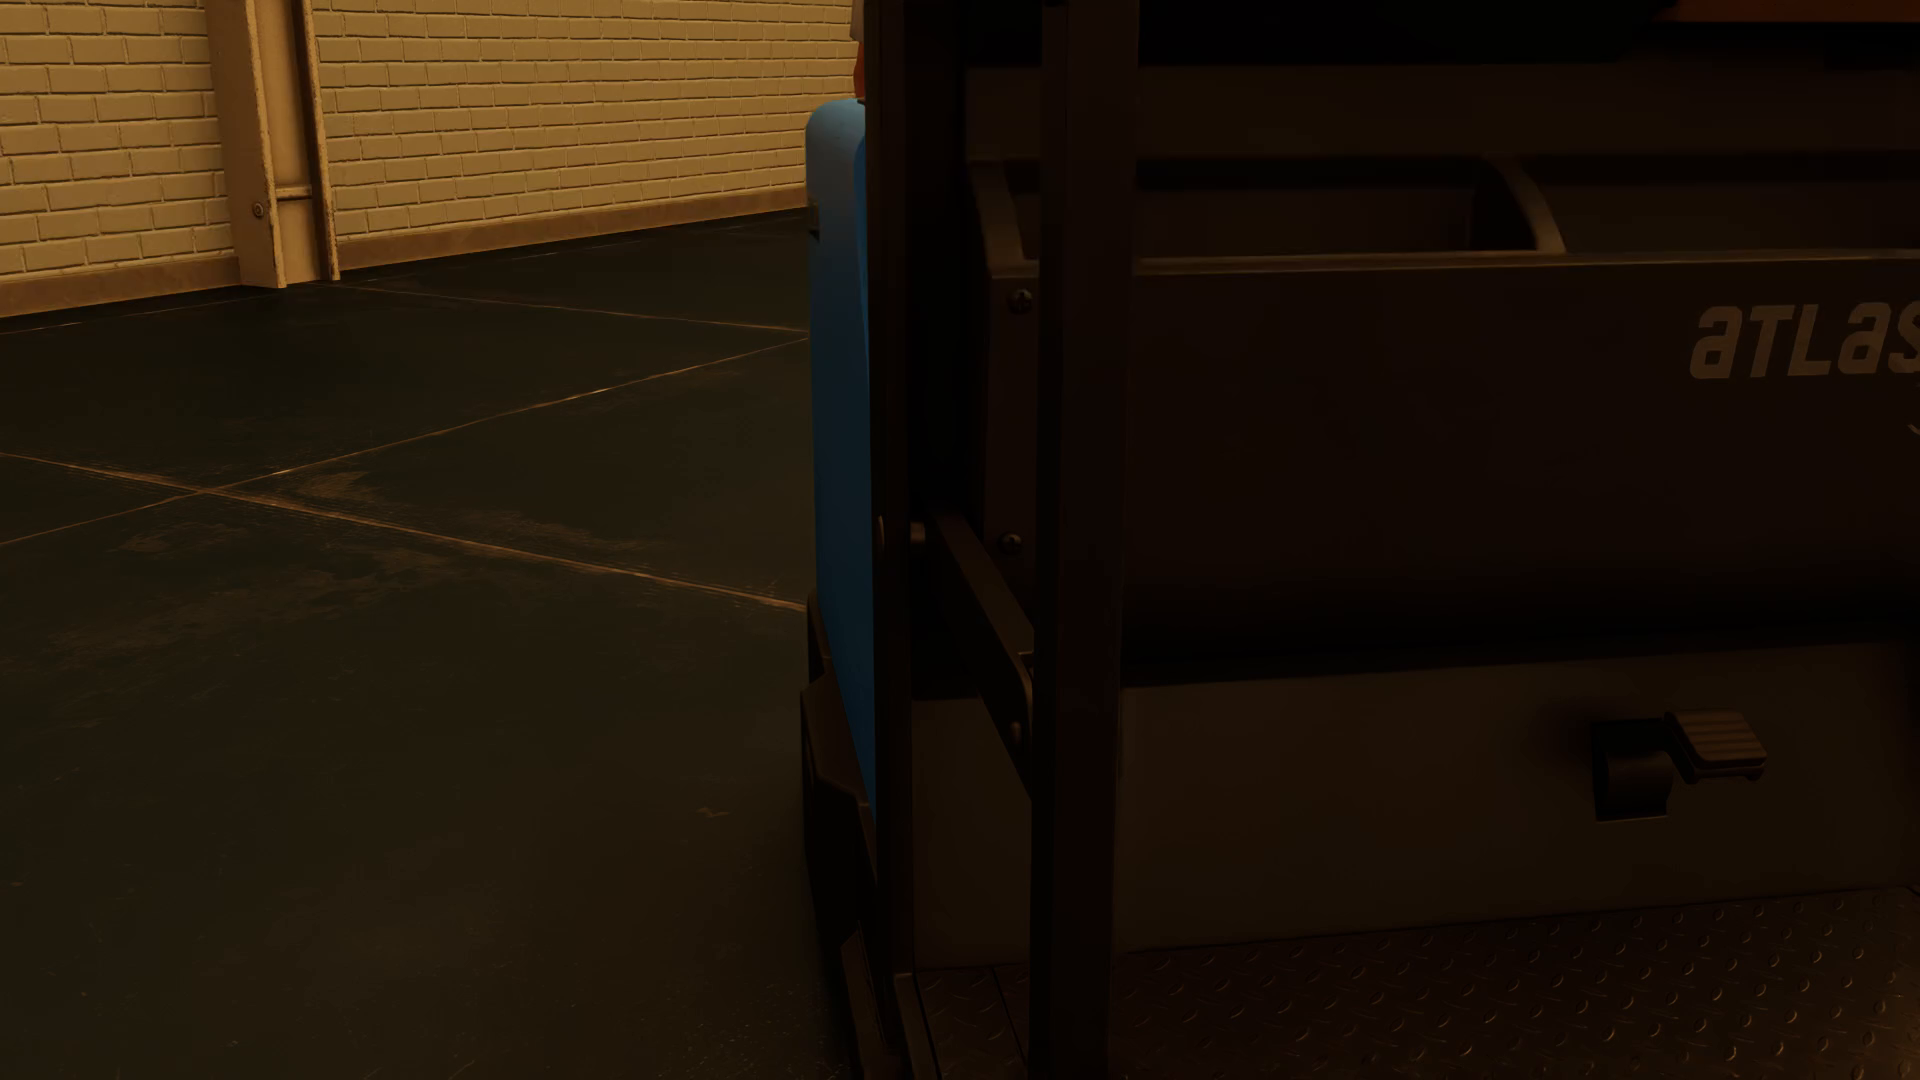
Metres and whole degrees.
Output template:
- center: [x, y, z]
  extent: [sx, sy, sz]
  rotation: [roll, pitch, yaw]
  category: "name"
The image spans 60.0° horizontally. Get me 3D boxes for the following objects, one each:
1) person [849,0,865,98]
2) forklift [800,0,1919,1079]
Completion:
- center: [0.048, -0.827, 3.857]
  extent: [0.549, 1.674, 0.548]
  rotation: [9, 19, 28]
  category: "person"
- center: [0.506, -0.646, 1.045]
  extent: [1.130, 2.935, 3.031]
  rotation: [-3, 17, -9]
  category: "forklift"
